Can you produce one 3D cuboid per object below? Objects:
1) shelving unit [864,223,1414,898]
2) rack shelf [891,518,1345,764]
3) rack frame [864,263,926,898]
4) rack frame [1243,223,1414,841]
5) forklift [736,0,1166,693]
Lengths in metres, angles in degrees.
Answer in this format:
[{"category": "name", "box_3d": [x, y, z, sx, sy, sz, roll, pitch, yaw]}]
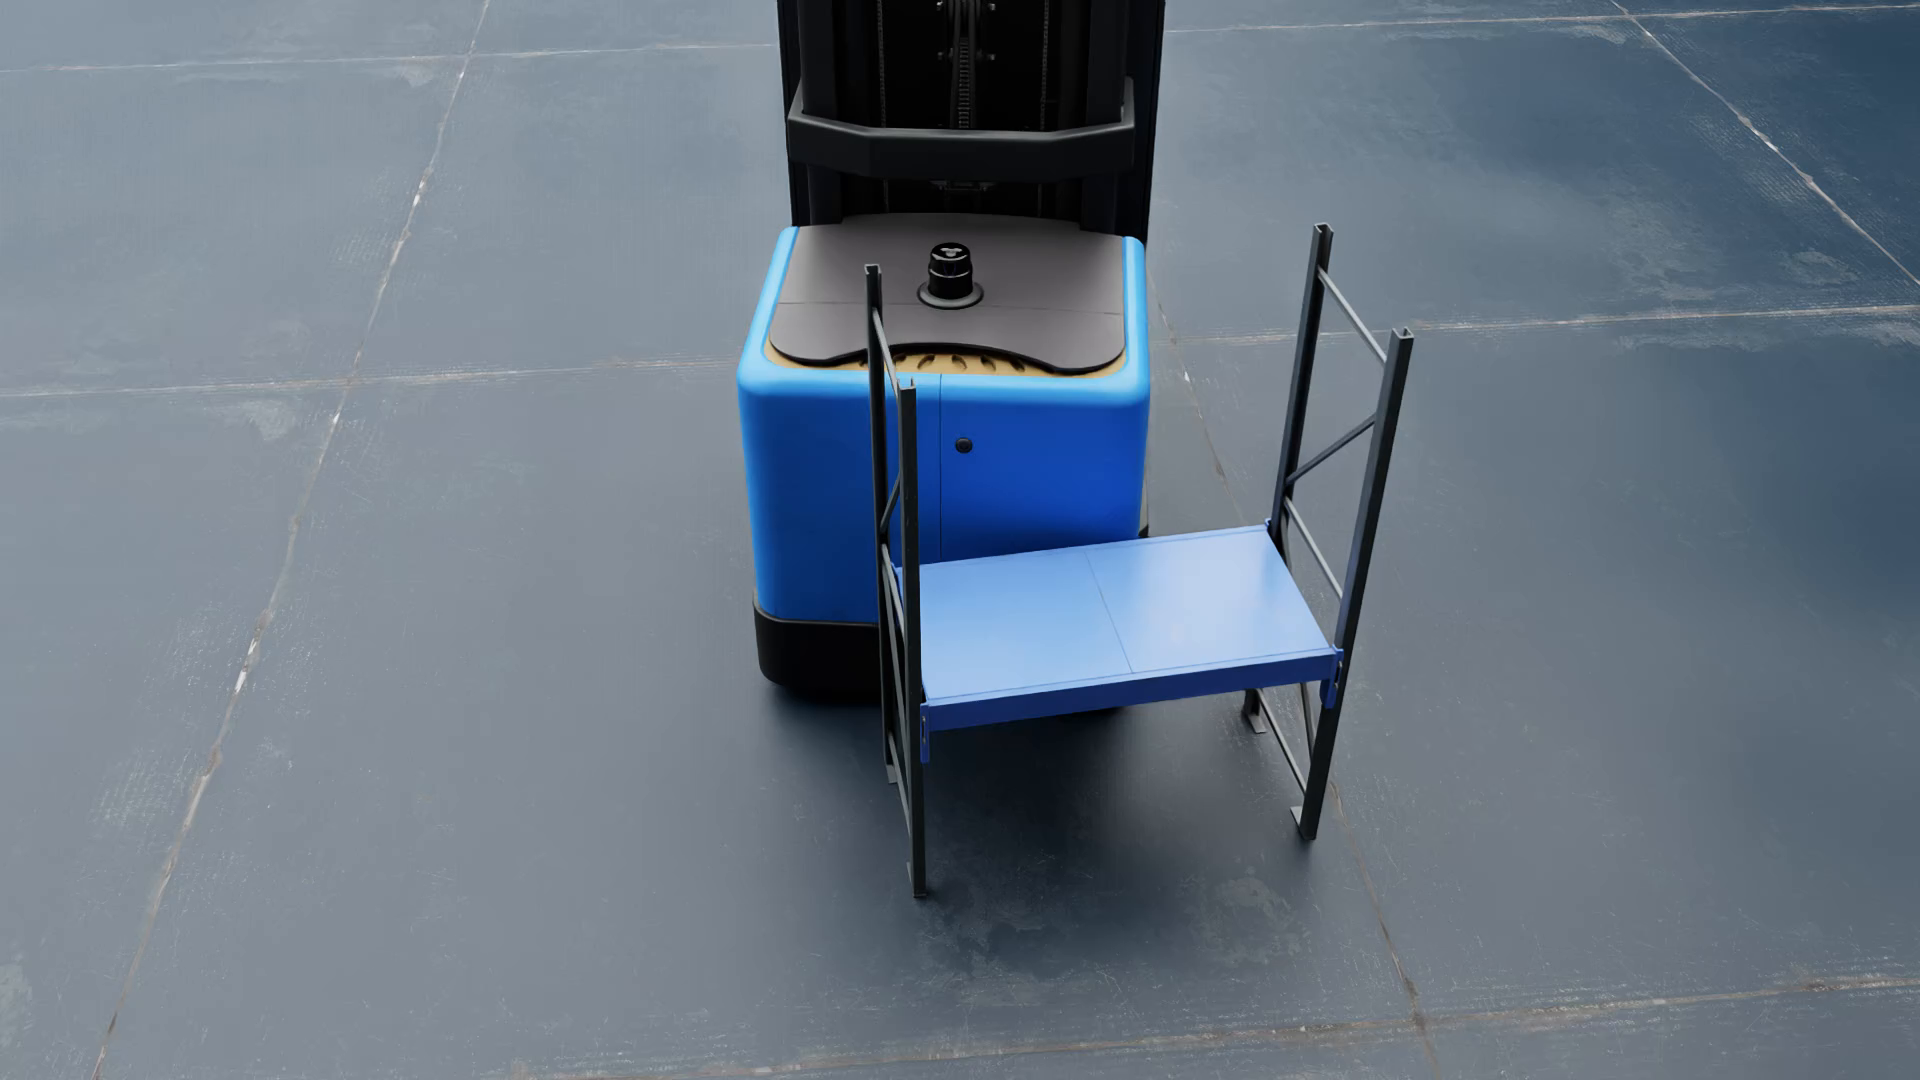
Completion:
[{"category": "shelving unit", "box_3d": [0.354, 0.088, 3.927, 1.048, 1.500, 0.538, -7, 39, -8]}, {"category": "rack shelf", "box_3d": [0.354, 0.230, 4.039, 1.000, 0.185, 0.538, -7, 39, -8]}, {"category": "rack frame", "box_3d": [-0.145, 0.146, 3.854, 0.032, 1.500, 0.500, -7, 39, -8]}, {"category": "rack frame", "box_3d": [0.854, 0.030, 4.001, 0.032, 1.500, 0.500, -7, 39, -8]}, {"category": "forklift", "box_3d": [0.046, -1.605, 4.918, 1.130, 2.935, 3.031, 2, 38, 3]}]
